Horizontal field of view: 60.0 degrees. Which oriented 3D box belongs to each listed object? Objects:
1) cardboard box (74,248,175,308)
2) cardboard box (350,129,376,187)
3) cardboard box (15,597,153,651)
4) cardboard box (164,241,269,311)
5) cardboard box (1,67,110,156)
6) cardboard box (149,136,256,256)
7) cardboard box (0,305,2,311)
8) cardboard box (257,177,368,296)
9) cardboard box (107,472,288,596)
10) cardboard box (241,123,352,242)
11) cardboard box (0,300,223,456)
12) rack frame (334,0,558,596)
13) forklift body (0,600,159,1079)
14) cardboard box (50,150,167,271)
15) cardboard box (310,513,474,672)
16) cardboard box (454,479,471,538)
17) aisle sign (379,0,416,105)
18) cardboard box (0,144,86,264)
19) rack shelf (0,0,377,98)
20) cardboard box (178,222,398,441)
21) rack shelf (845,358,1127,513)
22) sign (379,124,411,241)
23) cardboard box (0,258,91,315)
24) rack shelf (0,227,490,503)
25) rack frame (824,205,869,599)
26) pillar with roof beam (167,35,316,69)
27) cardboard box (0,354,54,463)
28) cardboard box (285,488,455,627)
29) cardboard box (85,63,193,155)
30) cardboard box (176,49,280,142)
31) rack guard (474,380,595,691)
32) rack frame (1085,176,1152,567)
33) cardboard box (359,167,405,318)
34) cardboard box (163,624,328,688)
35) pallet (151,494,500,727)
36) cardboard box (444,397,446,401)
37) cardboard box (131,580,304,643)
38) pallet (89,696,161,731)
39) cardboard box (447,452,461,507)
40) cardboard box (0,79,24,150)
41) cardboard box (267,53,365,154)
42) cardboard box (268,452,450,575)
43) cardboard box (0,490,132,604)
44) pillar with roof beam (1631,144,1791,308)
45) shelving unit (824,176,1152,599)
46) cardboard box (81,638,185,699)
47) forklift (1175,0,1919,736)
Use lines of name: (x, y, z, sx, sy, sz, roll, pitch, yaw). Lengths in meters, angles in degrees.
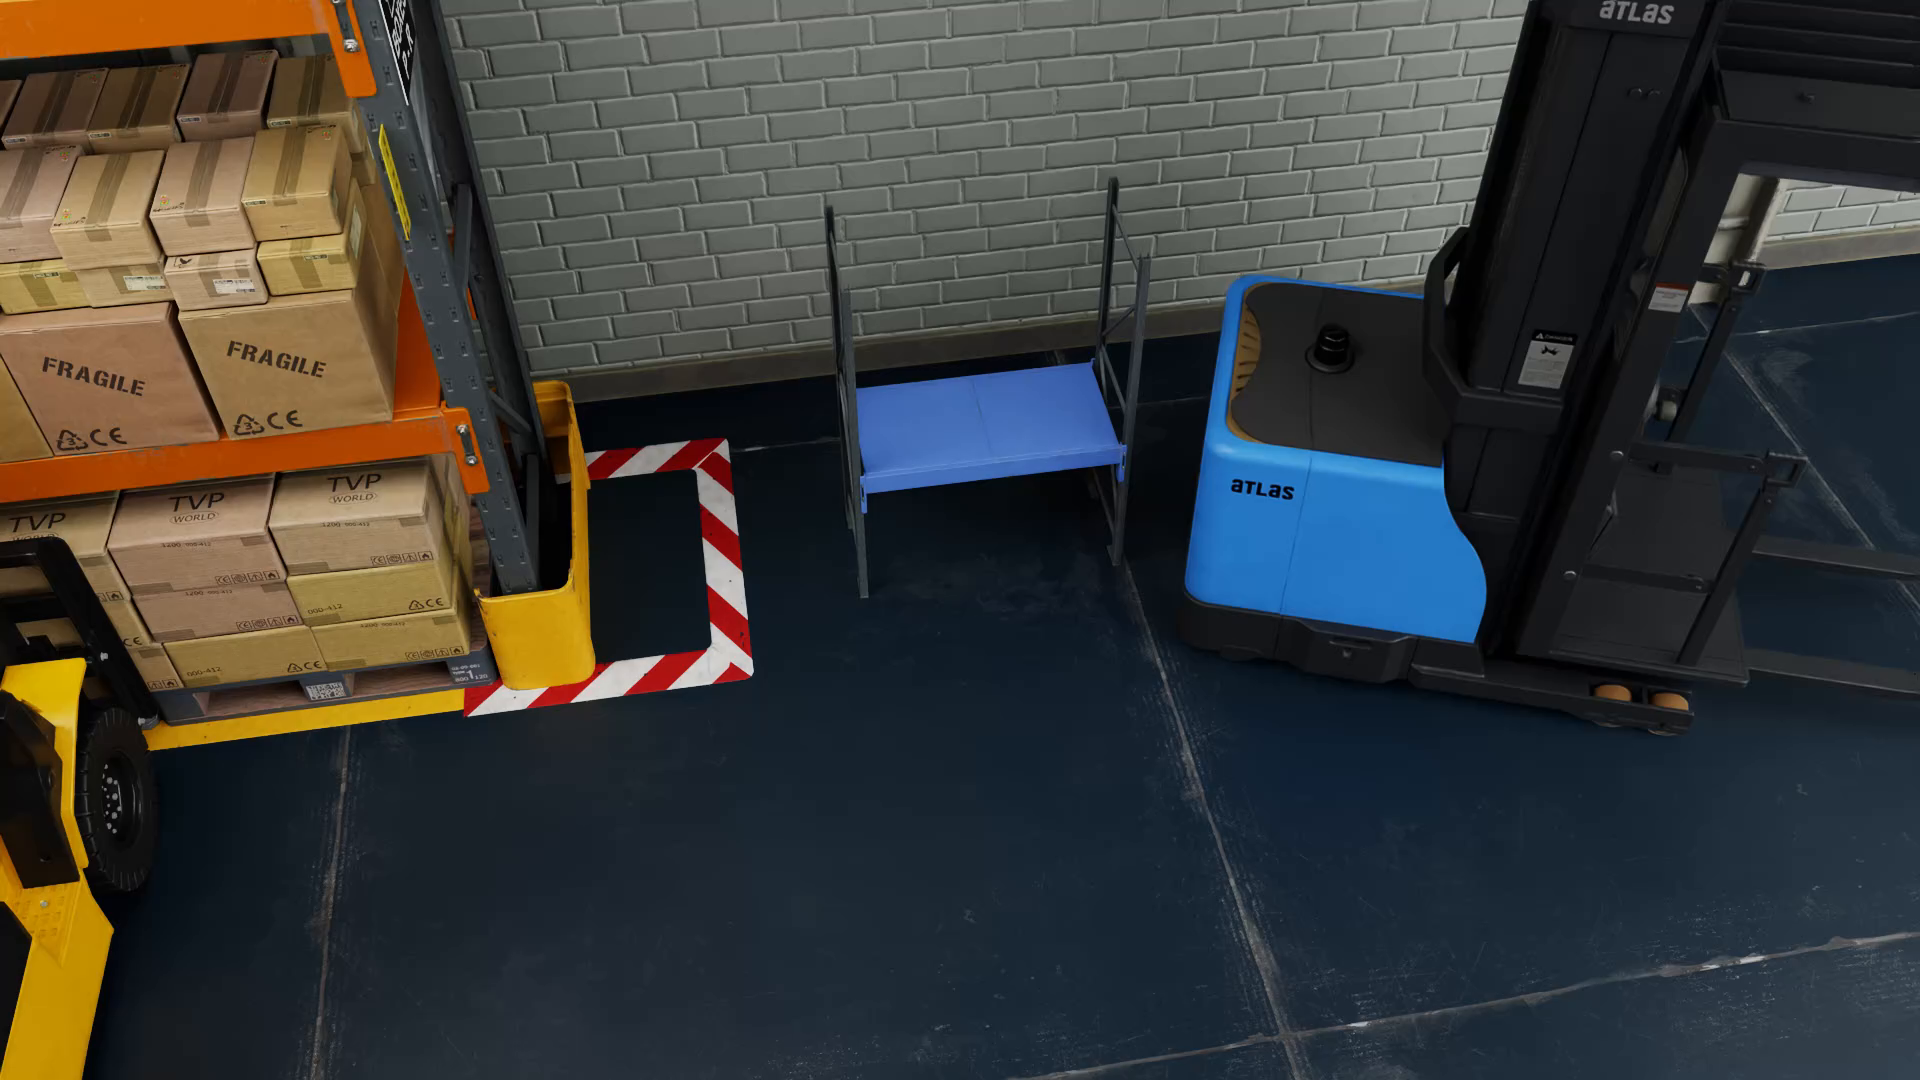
cardboard box: (-2.469, -0.881, 4.996, 0.250, 0.149, 0.380, -6, 46, -6)
cardboard box: (-2.041, -1.306, 5.405, 0.250, 0.149, 0.380, -8, 47, -8)
cardboard box: (-3.090, 0.145, 5.798, 0.500, 0.250, 0.500, -8, 47, -8)
cardboard box: (-2.203, -0.870, 4.985, 0.250, 0.149, 0.380, -6, 46, -6)
cardboard box: (-2.797, -1.306, 5.199, 0.250, 0.149, 0.380, -7, 46, -7)
cardboard box: (-2.217, -1.021, 4.924, 0.250, 0.149, 0.380, -7, 46, -7)
cardboard box: (-2.970, -0.792, 4.911, 0.250, 0.149, 0.380, -8, 47, -8)
cardboard box: (-1.956, -0.922, 5.036, 0.250, 0.149, 0.380, -6, 46, -6)
cardboard box: (-2.565, -0.097, 5.684, 0.500, 0.250, 0.500, -6, 46, -6)
cardboard box: (-1.979, -1.073, 4.975, 0.250, 0.149, 0.380, -7, 46, -7)
cardboard box: (-2.615, -0.634, 5.209, 0.500, 0.500, 0.500, -6, 46, -6)
rack frame: (-1.662, -0.904, 5.538, 0.127, 3.000, 1.000, -7, 46, -7)
forklift body: (-3.220, 0.918, 4.372, 1.214, 2.155, 2.313, -7, 46, -7)
cardboard box: (-2.470, -0.969, 4.875, 0.250, 0.149, 0.380, -6, 46, -6)
cardboard box: (-2.071, 0.187, 6.105, 0.500, 0.250, 0.500, -7, 46, -7)
cardboard box: (-2.179, -0.174, 6.452, 0.500, 0.250, 0.500, -7, 46, -7)
aisle sign: (-1.547, -1.605, 4.408, 0.004, 0.787, 0.394, -7, 46, -7)
cardboard box: (-2.728, -0.992, 4.896, 0.250, 0.149, 0.380, -7, 46, -7)
rack shelf: (-3.633, -1.449, 4.480, 4.000, 0.370, 1.077, -7, 46, -7)
cardboard box: (-2.102, -0.692, 5.264, 0.500, 0.500, 0.500, -8, 47, -8)
rack shelf: (0.084, -0.406, 6.350, 1.000, 0.185, 0.538, -7, 46, -7)
sign: (-1.583, -1.001, 4.663, 0.005, 0.325, 0.100, -7, 46, -7)
cardboard box: (-2.715, -0.859, 4.975, 0.250, 0.149, 0.380, -7, 47, -7)
rack shelf: (-3.633, -0.408, 5.560, 4.000, 0.370, 1.077, -7, 46, -7)
rack frame: (-0.417, -0.468, 6.160, 0.032, 1.500, 0.500, -7, 46, -7)
pillar with roof beam: (-1.768, -0.484, 0.968, 0.400, 9.000, 9.100, -7, 46, -7)
cardboard box: (-3.120, -0.571, 5.148, 0.500, 0.500, 0.500, -8, 47, -8)
cardboard box: (-2.088, 0.013, 5.925, 0.500, 0.250, 0.500, -8, 47, -7)
cardboard box: (-2.551, -1.326, 5.218, 0.250, 0.149, 0.380, -6, 46, -6)
cardboard box: (-2.302, -1.389, 5.279, 0.250, 0.149, 0.380, -6, 46, -5)
rack guard: (-1.638, -0.039, 6.441, 0.348, 0.500, 1.175, -7, 46, -7)
rack frame: (0.585, -0.593, 6.280, 0.032, 1.500, 0.500, -7, 46, -7)
cardboard box: (-2.198, -1.075, 5.633, 0.500, 0.500, 0.500, -6, 46, -5)
cardboard box: (-2.563, 0.241, 6.053, 0.500, 0.250, 0.500, -7, 46, -7)
pallet: (-2.409, 0.187, 6.423, 1.213, 0.211, 1.003, -7, 46, -7)
cardboard box: (-2.168, -0.518, 6.089, 0.500, 0.250, 0.500, -8, 47, -7)
cardboard box: (-2.584, 0.067, 5.873, 0.500, 0.250, 0.500, -8, 47, -7)
pallet: (-3.608, 0.335, 6.281, 1.213, 0.211, 1.003, -7, 46, -7)
cardboard box: (-2.161, -0.358, 6.283, 0.500, 0.250, 0.500, -6, 46, -6)
cardboard box: (-3.053, -1.256, 5.151, 0.250, 0.149, 0.380, -6, 46, -6)
cardboard box: (-2.030, -1.377, 5.267, 0.250, 0.149, 0.380, -8, 47, -8)
cardboard box: (-2.063, -0.164, 5.749, 0.500, 0.250, 0.500, -6, 46, -5)
cardboard box: (-3.060, -0.028, 5.618, 0.500, 0.250, 0.500, -7, 46, -6)
pillar with roof beam: (4.144, -1.221, 1.678, 0.400, 9.000, 9.100, -7, 46, -7)
shelving unit: (0.084, -0.531, 6.220, 1.048, 1.500, 0.538, -7, 46, -7)
cardboard box: (-3.057, 0.296, 6.000, 0.500, 0.250, 0.500, -7, 46, -6)
forklift: (2.388, -0.724, 5.413, 3.031, 2.935, 1.130, 8, 47, 8)
